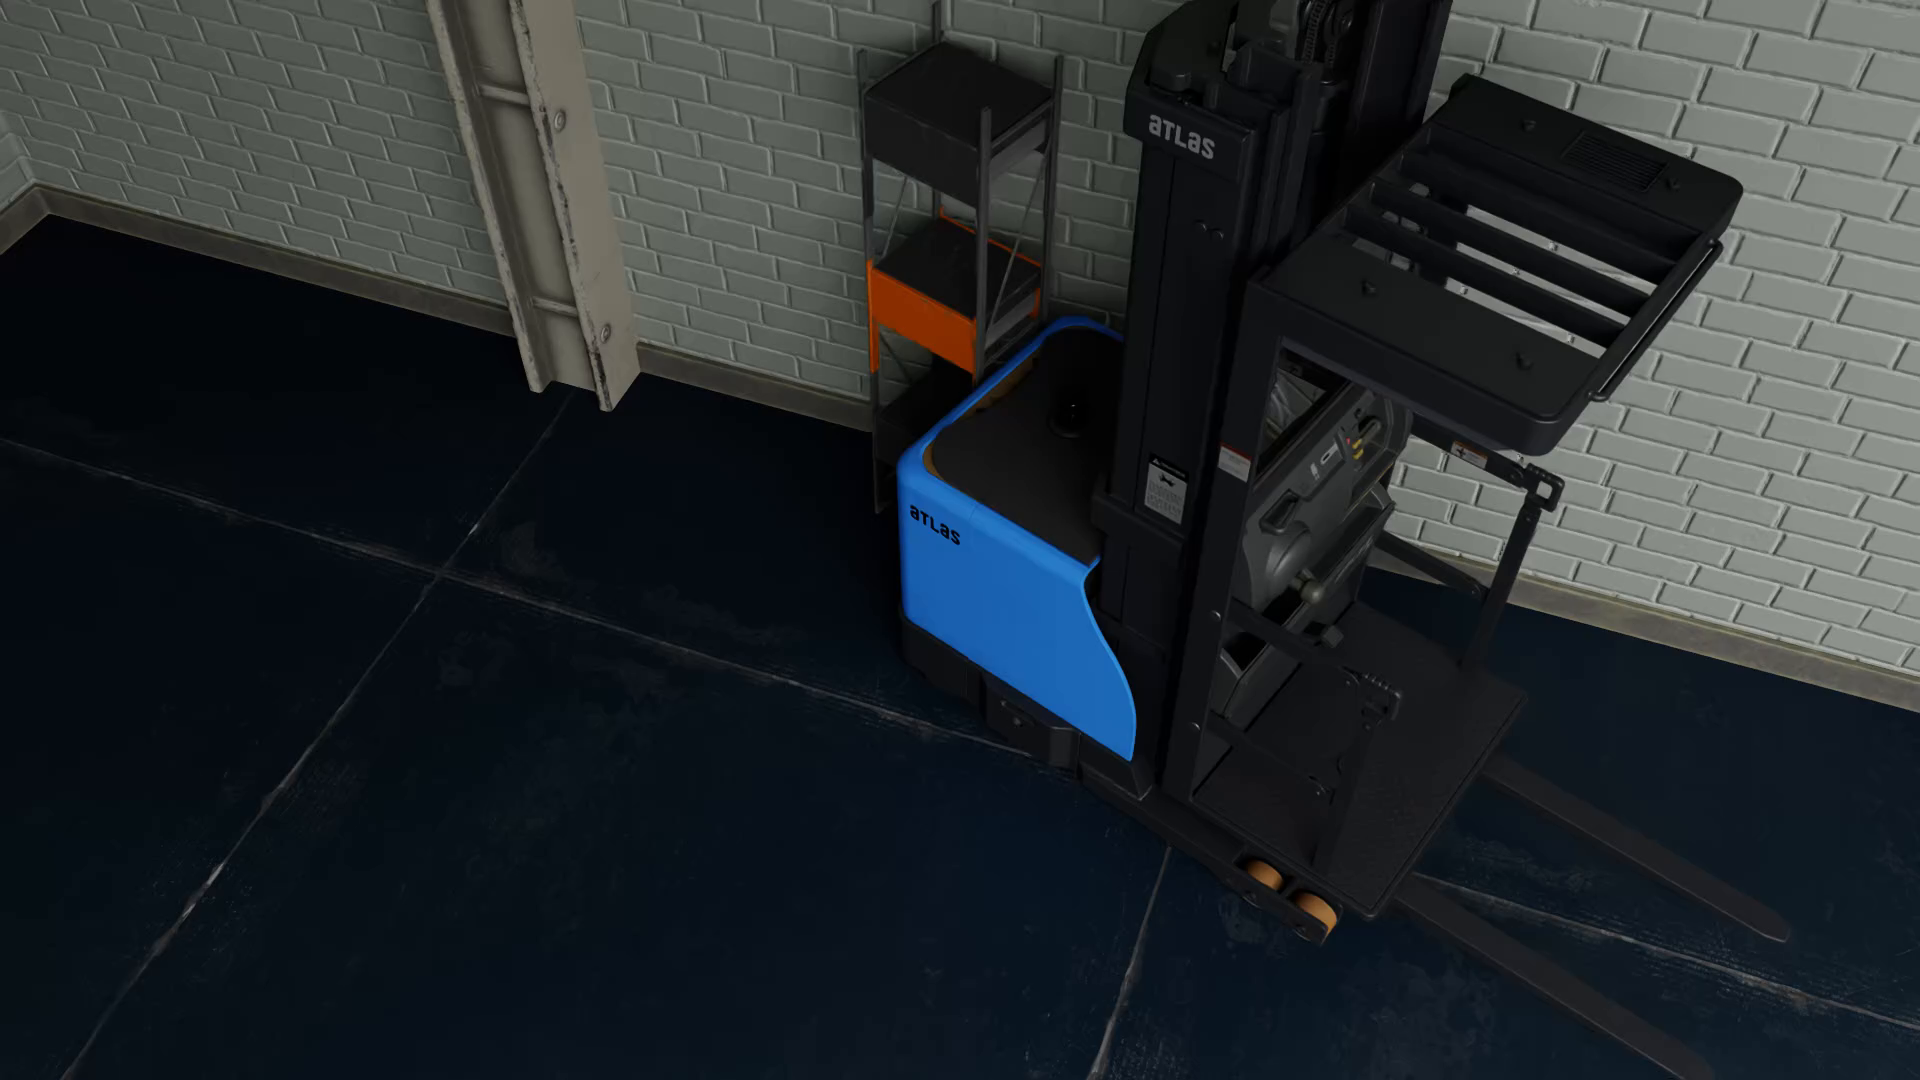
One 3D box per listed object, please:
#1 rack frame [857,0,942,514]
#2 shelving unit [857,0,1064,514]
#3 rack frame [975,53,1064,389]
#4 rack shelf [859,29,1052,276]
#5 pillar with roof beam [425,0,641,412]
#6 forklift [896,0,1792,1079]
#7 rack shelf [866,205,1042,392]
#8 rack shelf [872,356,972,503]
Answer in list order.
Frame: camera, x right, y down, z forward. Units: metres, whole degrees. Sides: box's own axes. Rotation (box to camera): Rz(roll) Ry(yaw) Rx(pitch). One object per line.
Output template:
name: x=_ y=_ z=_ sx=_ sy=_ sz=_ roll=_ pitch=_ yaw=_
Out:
rack frame: x=-0.200 y=-0.919 z=6.018 sx=0.015 sy=2.100 sz=0.400 roll=31 pitch=55 yaw=24
shelving unit: x=-0.010 y=-0.804 z=5.918 sx=0.503 sy=2.100 sz=0.431 roll=31 pitch=55 yaw=24
rack frame: x=0.181 y=-0.688 z=5.819 sx=0.015 sy=2.100 sz=0.400 roll=31 pitch=55 yaw=24
rack shelf: x=-0.002 y=-1.260 z=5.406 sx=0.480 sy=0.518 sz=0.431 roll=31 pitch=55 yaw=24
pillar with roof beam: x=-3.113 y=-0.601 z=1.183 sx=0.400 sy=9.000 sz=9.100 roll=16 pitch=51 yaw=13
forklift: x=1.241 y=-0.102 z=4.765 sx=3.031 sy=2.935 sz=1.130 roll=31 pitch=56 yaw=24
rack shelf: x=-0.010 y=-0.794 z=5.929 sx=0.480 sy=0.518 sz=0.431 roll=31 pitch=55 yaw=24
rack shelf: x=-0.017 y=-0.329 z=6.452 sx=0.480 sy=0.518 sz=0.431 roll=31 pitch=55 yaw=24
